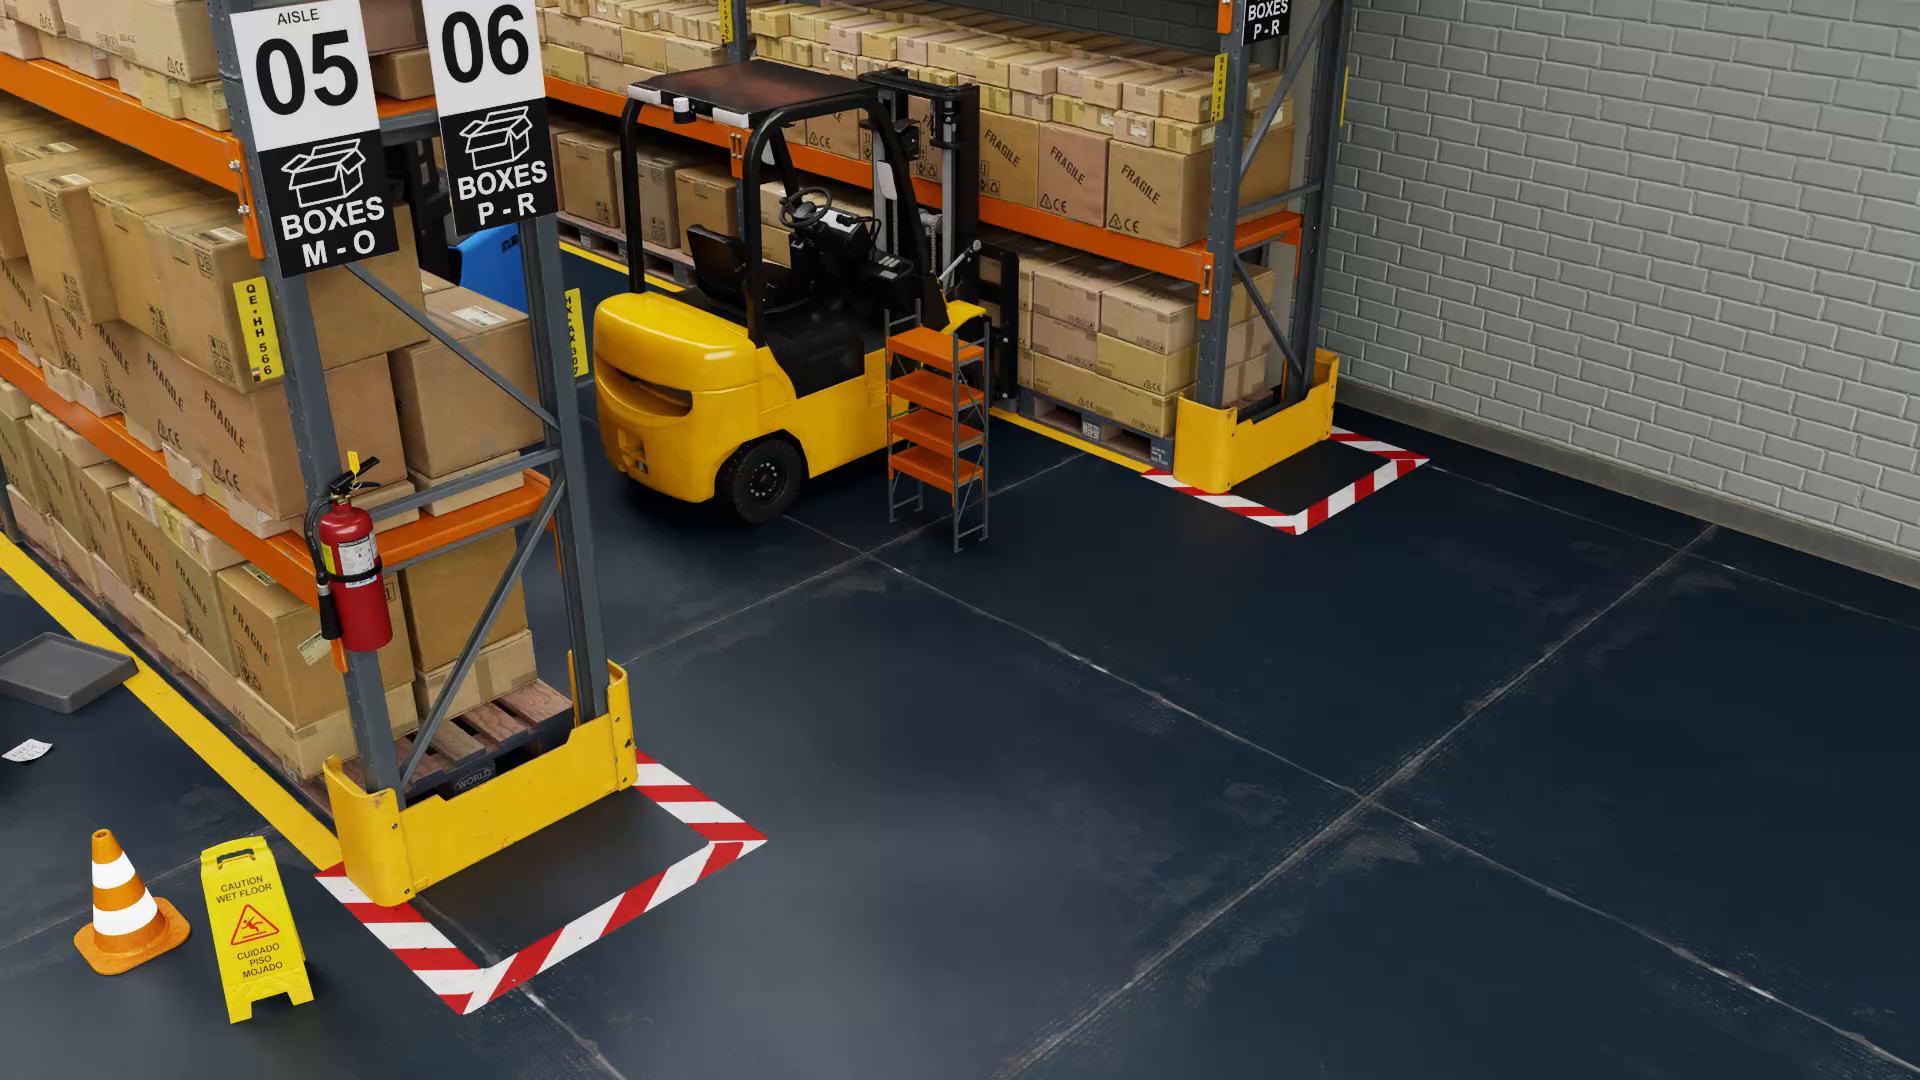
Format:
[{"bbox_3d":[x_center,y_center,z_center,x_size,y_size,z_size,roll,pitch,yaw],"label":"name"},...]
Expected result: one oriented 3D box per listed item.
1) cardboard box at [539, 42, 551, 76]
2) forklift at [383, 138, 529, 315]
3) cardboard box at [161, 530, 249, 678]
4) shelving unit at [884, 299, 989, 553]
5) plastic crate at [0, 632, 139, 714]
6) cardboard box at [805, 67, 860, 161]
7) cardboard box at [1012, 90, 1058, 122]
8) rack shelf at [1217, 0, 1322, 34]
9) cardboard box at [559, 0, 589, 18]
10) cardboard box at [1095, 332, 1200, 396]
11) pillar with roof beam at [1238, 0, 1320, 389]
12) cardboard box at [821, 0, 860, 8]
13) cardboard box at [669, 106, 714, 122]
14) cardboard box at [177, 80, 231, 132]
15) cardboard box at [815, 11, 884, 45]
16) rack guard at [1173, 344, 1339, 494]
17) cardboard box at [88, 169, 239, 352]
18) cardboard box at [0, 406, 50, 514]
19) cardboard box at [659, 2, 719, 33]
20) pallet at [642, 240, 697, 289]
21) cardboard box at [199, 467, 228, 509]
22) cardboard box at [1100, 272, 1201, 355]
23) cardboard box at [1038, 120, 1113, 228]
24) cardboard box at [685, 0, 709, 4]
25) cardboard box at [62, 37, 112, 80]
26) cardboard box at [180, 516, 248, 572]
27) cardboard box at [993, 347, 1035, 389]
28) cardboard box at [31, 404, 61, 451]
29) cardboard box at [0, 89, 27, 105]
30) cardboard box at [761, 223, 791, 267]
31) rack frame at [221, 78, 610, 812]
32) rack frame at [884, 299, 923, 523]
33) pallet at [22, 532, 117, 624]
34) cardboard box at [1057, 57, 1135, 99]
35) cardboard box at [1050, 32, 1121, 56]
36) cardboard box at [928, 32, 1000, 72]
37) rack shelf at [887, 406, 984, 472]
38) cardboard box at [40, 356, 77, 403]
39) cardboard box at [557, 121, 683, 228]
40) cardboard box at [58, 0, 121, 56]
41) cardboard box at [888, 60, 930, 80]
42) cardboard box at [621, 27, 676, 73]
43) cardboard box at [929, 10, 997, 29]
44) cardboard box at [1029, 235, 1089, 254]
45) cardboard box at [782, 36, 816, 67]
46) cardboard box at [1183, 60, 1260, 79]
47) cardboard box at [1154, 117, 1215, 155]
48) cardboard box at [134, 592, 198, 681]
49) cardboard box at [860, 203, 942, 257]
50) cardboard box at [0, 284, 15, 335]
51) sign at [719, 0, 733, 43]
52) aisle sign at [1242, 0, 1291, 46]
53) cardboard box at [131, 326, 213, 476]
[{"bbox_3d":[-3.138,-3.815,12.944,0.500,0.250,0.500,23,36,37],"label":"cardboard box"},{"bbox_3d":[-3.531,-1.776,8.979,1.130,2.935,3.031,5,28,10],"label":"forklift"},{"bbox_3d":[-2.912,0.175,6.891,0.500,0.500,0.500,-24,36,-37],"label":"cardboard box"},{"bbox_3d":[-0.118,-0.585,8.573,0.503,1.200,0.258,25,36,38],"label":"shelving unit"},{"bbox_3d":[-4.091,0.591,7.539,0.583,0.080,0.402,12,30,22],"label":"plastic crate"},{"bbox_3d":[-0.642,-2.782,10.711,0.500,0.500,0.500,-25,36,-38],"label":"cardboard box"},{"bbox_3d":[0.513,-2.515,9.505,0.250,0.149,0.380,23,36,37],"label":"cardboard box"},{"bbox_3d":[0.268,-3.490,9.715,4.000,0.370,1.077,25,36,38],"label":"rack shelf"},{"bbox_3d":[-2.733,-3.971,12.274,0.250,0.149,0.380,23,36,37],"label":"cardboard box"},{"bbox_3d":[1.128,-1.074,9.535,0.500,0.250,0.500,24,36,38],"label":"cardboard box"},{"bbox_3d":[-1.189,-3.582,5.892,0.400,9.000,9.100,25,36,38],"label":"pillar with roof beam"},{"bbox_3d":[-0.719,-3.593,11.236,0.250,0.149,0.380,25,36,38],"label":"cardboard box"},{"bbox_3d":[-1.701,-3.145,11.669,0.500,0.250,0.500,-24,36,-38],"label":"cardboard box"},{"bbox_3d":[-2.234,-1.420,5.275,0.250,0.149,0.380,25,37,39],"label":"cardboard box"},{"bbox_3d":[-0.701,-3.259,10.600,0.250,0.149,0.380,24,36,37],"label":"cardboard box"},{"bbox_3d":[1.711,-0.714,9.571,0.348,0.500,1.175,25,36,38],"label":"rack guard"},{"bbox_3d":[-2.656,-1.060,6.042,0.700,0.500,0.500,-25,37,-39],"label":"cardboard box"},{"bbox_3d":[-4.404,-0.504,8.183,0.500,0.500,0.500,-23,36,-37],"label":"cardboard box"},{"bbox_3d":[-1.892,-3.678,11.718,0.250,0.149,0.380,25,36,38],"label":"cardboard box"},{"bbox_3d":[-1.711,-2.127,12.568,1.213,0.211,1.003,25,36,38],"label":"pallet"},{"bbox_3d":[-2.626,-0.257,6.285,0.250,0.149,0.380,24,36,38],"label":"cardboard box"},{"bbox_3d":[1.147,-1.287,9.403,0.500,0.250,0.500,-24,36,-38],"label":"cardboard box"},{"bbox_3d":[0.796,-2.119,9.449,0.500,0.500,0.500,-24,36,-38],"label":"cardboard box"},{"bbox_3d":[-1.787,-3.914,12.167,0.250,0.149,0.380,24,36,38],"label":"cardboard box"},{"bbox_3d":[-2.945,-1.759,5.919,0.250,0.149,0.380,24,36,38],"label":"cardboard box"},{"bbox_3d":[-2.846,-0.040,6.604,0.380,0.149,0.250,-24,36,-38],"label":"cardboard box"},{"bbox_3d":[0.439,-1.178,10.270,0.500,0.250,0.500,-25,37,-39],"label":"cardboard box"},{"bbox_3d":[-3.989,-0.563,7.599,0.380,0.149,0.250,-24,36,-37],"label":"cardboard box"},{"bbox_3d":[-4.125,-1.714,7.286,0.500,0.500,0.700,25,37,39],"label":"cardboard box"},{"bbox_3d":[-1.030,-2.064,11.418,0.500,0.250,0.500,24,36,38],"label":"cardboard box"},{"bbox_3d":[-1.783,-0.180,5.870,0.127,3.000,1.000,25,36,38],"label":"rack frame"},{"bbox_3d":[-0.292,-0.665,8.725,0.015,1.200,0.240,25,36,38],"label":"rack frame"},{"bbox_3d":[-4.132,-0.044,8.606,1.213,0.211,1.003,25,36,38],"label":"pallet"},{"bbox_3d":[0.762,-2.591,9.331,0.250,0.149,0.380,25,37,39],"label":"cardboard box"},{"bbox_3d":[0.754,-2.932,9.979,0.250,0.149,0.380,24,36,37],"label":"cardboard box"},{"bbox_3d":[0.026,-2.925,9.965,0.250,0.149,0.380,25,37,39],"label":"cardboard box"},{"bbox_3d":[-0.118,-0.526,8.605,0.480,0.148,0.258,25,36,38],"label":"rack shelf"},{"bbox_3d":[-3.730,-0.744,7.212,0.250,0.149,0.380,25,37,39],"label":"cardboard box"},{"bbox_3d":[-2.623,-2.935,13.210,0.625,0.625,0.875,23,35,36],"label":"cardboard box"},{"bbox_3d":[-2.685,-1.820,5.606,0.500,0.250,0.500,24,36,38],"label":"cardboard box"},{"bbox_3d":[-0.223,-2.847,10.136,0.250,0.149,0.380,23,36,37],"label":"cardboard box"},{"bbox_3d":[-2.059,-3.529,11.863,0.500,0.250,0.500,23,36,37],"label":"cardboard box"},{"bbox_3d":[0.023,-3.263,10.609,0.250,0.149,0.380,24,36,38],"label":"cardboard box"},{"bbox_3d":[0.776,-1.788,10.357,0.500,0.250,0.500,24,36,38],"label":"cardboard box"},{"bbox_3d":[-0.929,-3.190,10.789,0.380,0.149,0.250,-24,36,-38],"label":"cardboard box"},{"bbox_3d":[1.459,-2.580,9.309,0.380,0.149,0.250,-24,36,-38],"label":"cardboard box"},{"bbox_3d":[1.251,-2.180,8.869,0.380,0.149,0.250,-25,36,-38],"label":"cardboard box"},{"bbox_3d":[-3.289,0.336,7.391,0.500,0.250,0.500,23,35,37],"label":"cardboard box"},{"bbox_3d":[-0.313,-1.954,10.673,0.500,0.250,0.500,-24,36,-38],"label":"cardboard box"},{"bbox_3d":[-4.143,-1.269,7.513,0.500,0.500,0.500,24,36,38],"label":"cardboard box"},{"bbox_3d":[-1.532,-3.428,10.887,0.005,0.325,0.100,25,36,38],"label":"sign"},{"bbox_3d":[1.535,-2.860,8.173,0.004,0.787,0.394,25,36,38],"label":"aisle sign"},{"bbox_3d":[-2.717,-0.607,6.254,0.500,0.500,0.500,25,36,38],"label":"cardboard box"}]
